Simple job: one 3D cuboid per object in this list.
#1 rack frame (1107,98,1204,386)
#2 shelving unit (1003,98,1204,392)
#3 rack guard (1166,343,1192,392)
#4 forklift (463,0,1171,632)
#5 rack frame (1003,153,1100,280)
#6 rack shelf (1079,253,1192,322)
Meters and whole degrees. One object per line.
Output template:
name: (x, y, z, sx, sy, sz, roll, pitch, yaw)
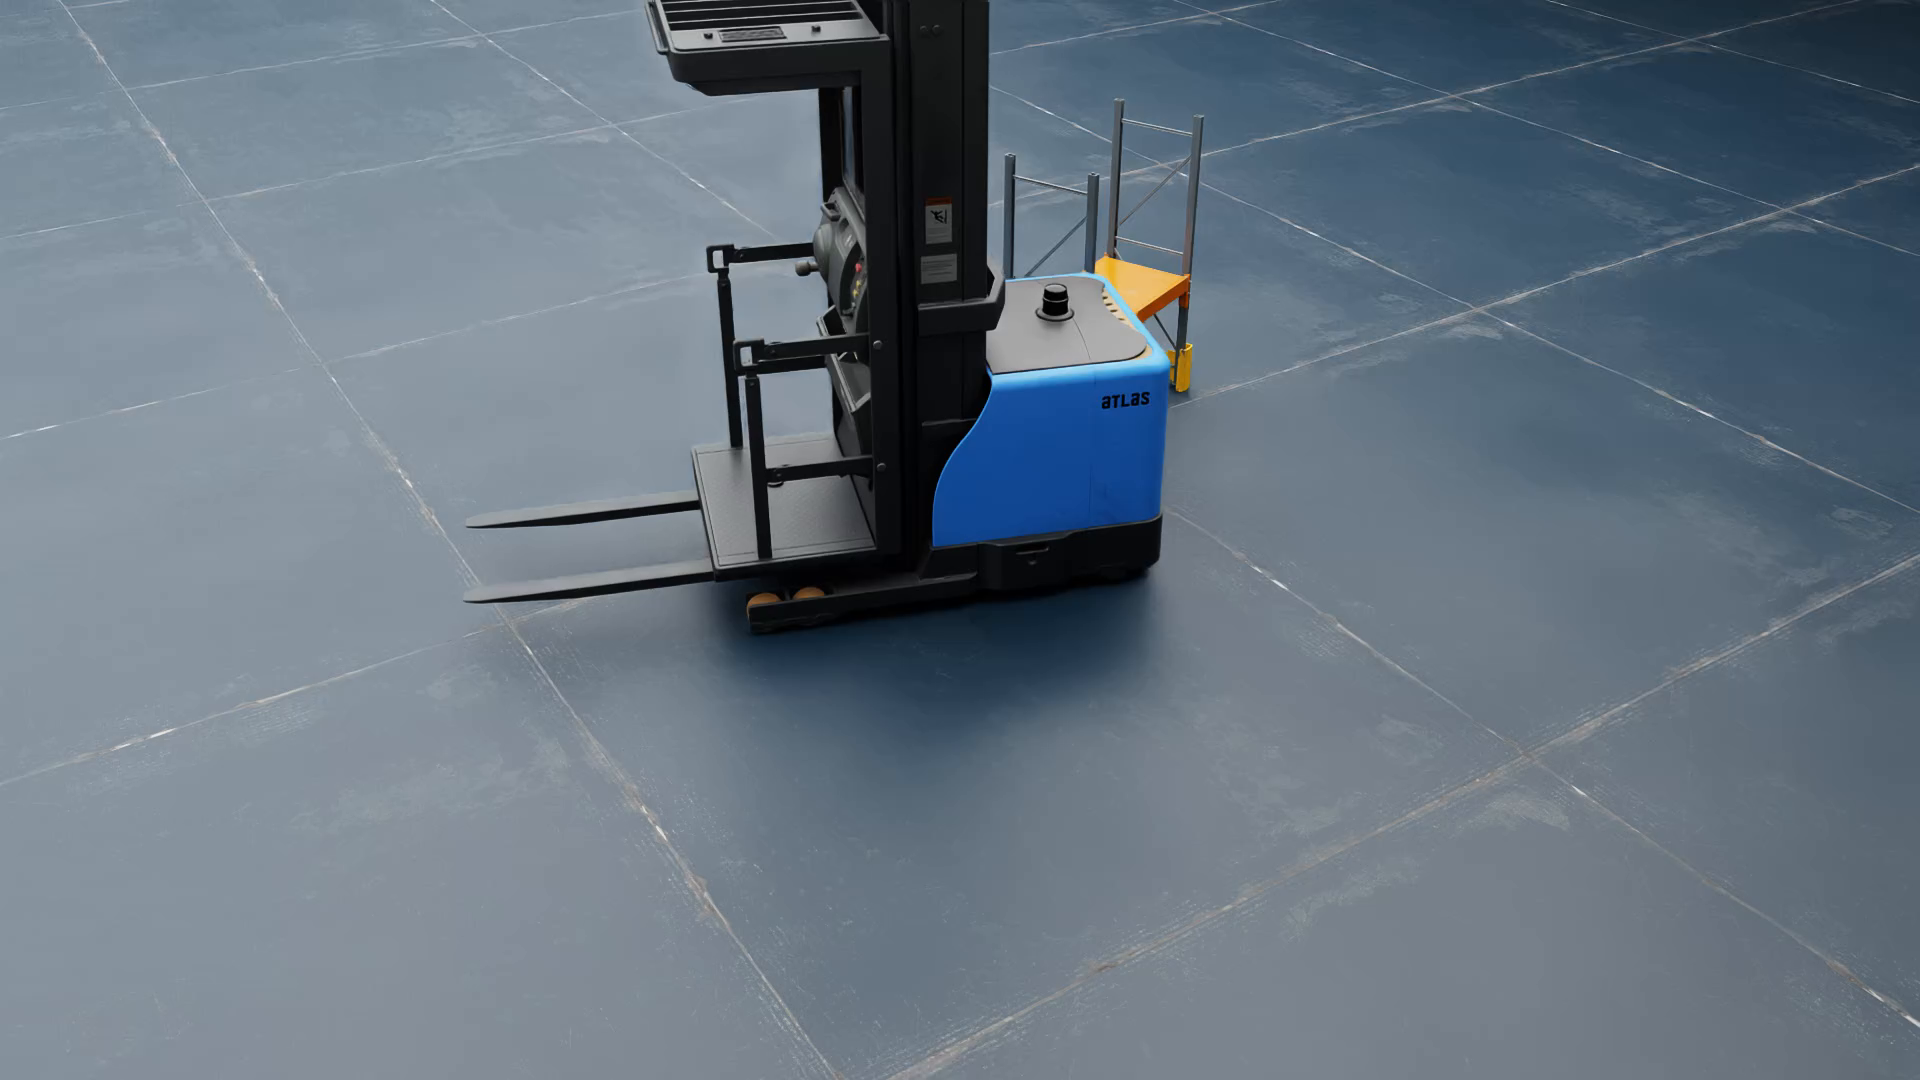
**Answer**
rack frame: (1.003, -1.550, 8.801, 0.500, 1.500, 0.032, 20, 38, 29)
shelving unit: (0.708, -1.323, 8.441, 0.587, 1.500, 1.083, 20, 38, 29)
rack guard: (0.992, -1.012, 9.121, 0.587, 0.250, 0.087, 20, 38, 29)
forklift: (-0.673, -1.155, 6.834, 3.031, 2.935, 1.130, -7, 33, -11)
rack frame: (0.423, -1.104, 8.095, 0.500, 1.500, 0.032, 20, 38, 29)
rack shelf: (0.713, -1.175, 8.544, 0.538, 0.185, 1.000, 20, 38, 29)
